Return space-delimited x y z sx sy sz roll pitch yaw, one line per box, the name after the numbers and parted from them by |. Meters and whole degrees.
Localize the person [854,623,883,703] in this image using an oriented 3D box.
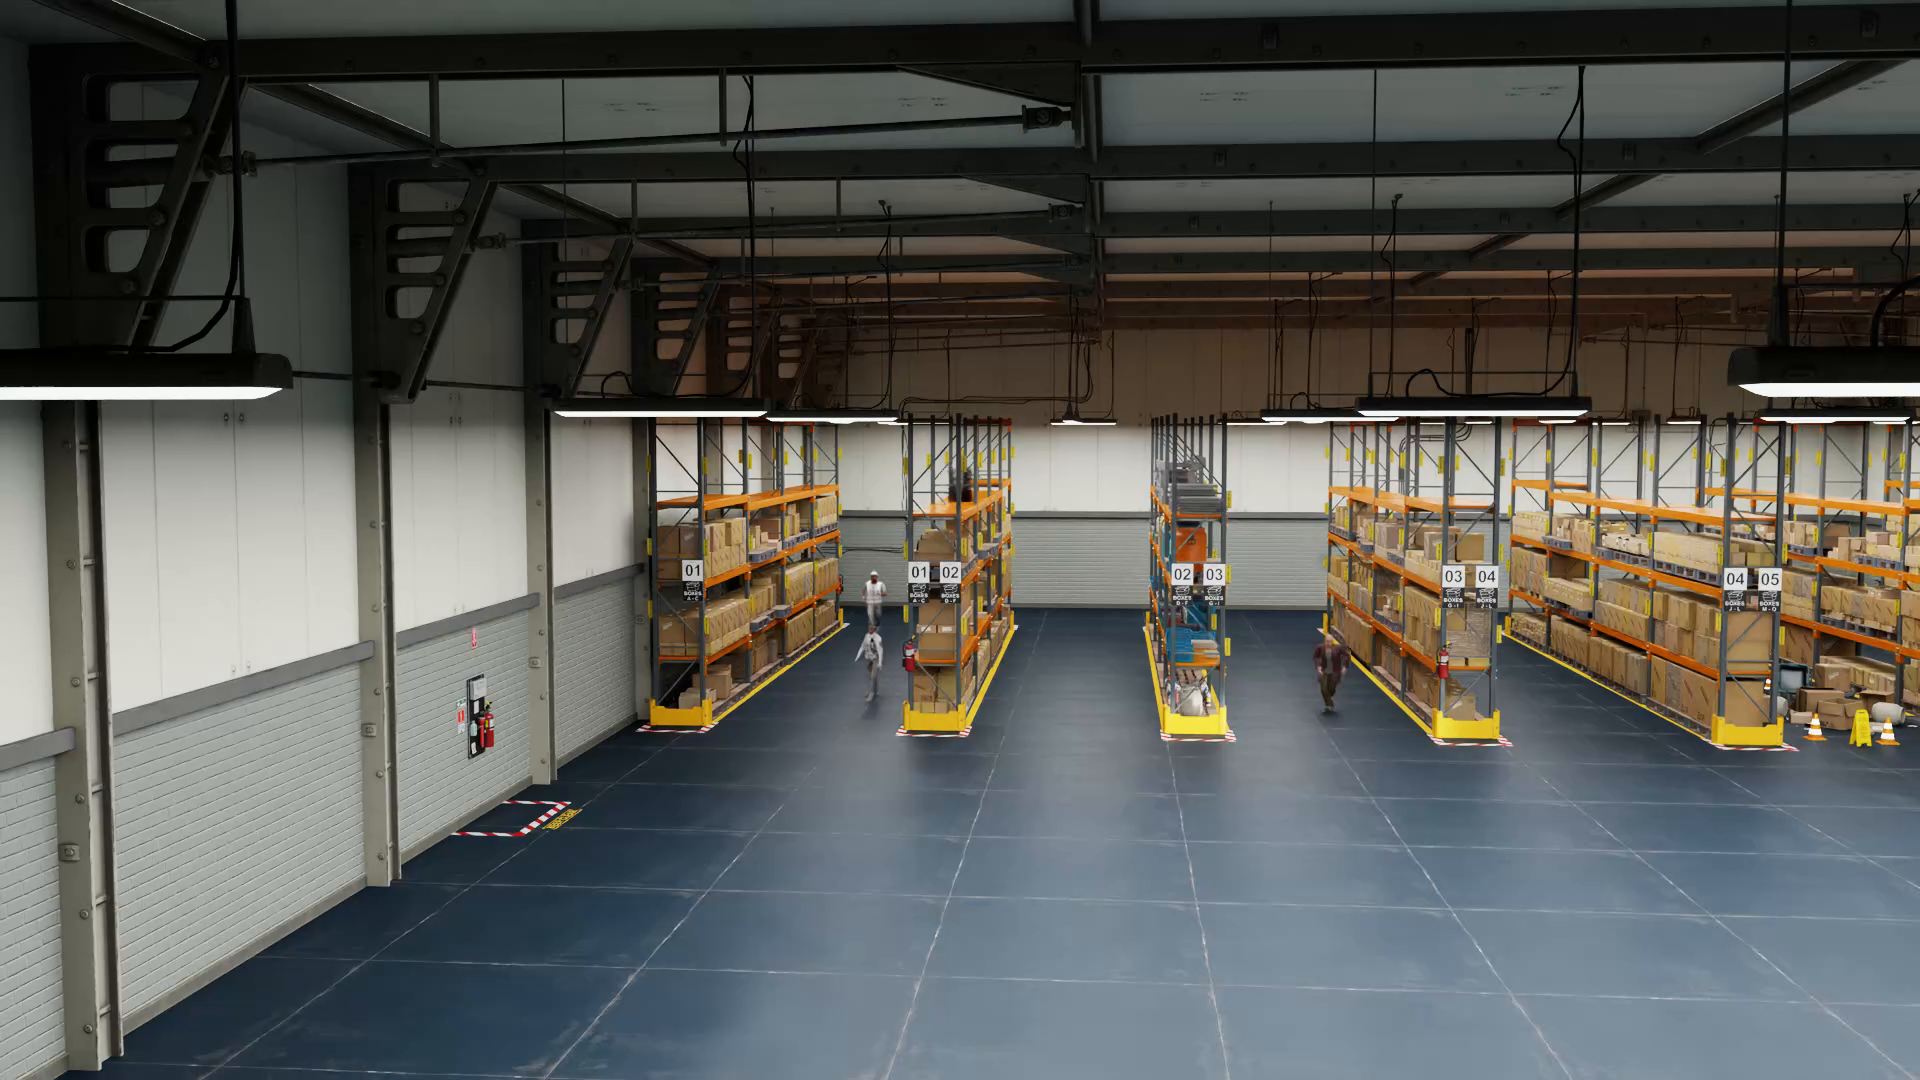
-1.884 2.547 35.057 0.655 1.648 0.796 3 5 37 | person

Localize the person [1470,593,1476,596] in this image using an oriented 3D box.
13.672 1.860 44.247 0.636 1.832 0.851 1 4 10 | person

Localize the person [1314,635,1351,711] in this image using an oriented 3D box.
7.493 2.742 33.457 0.730 1.498 0.901 1 4 16 | person

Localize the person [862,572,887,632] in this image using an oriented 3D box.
-2.361 1.759 45.632 0.695 1.764 0.963 0 4 -1 | person
